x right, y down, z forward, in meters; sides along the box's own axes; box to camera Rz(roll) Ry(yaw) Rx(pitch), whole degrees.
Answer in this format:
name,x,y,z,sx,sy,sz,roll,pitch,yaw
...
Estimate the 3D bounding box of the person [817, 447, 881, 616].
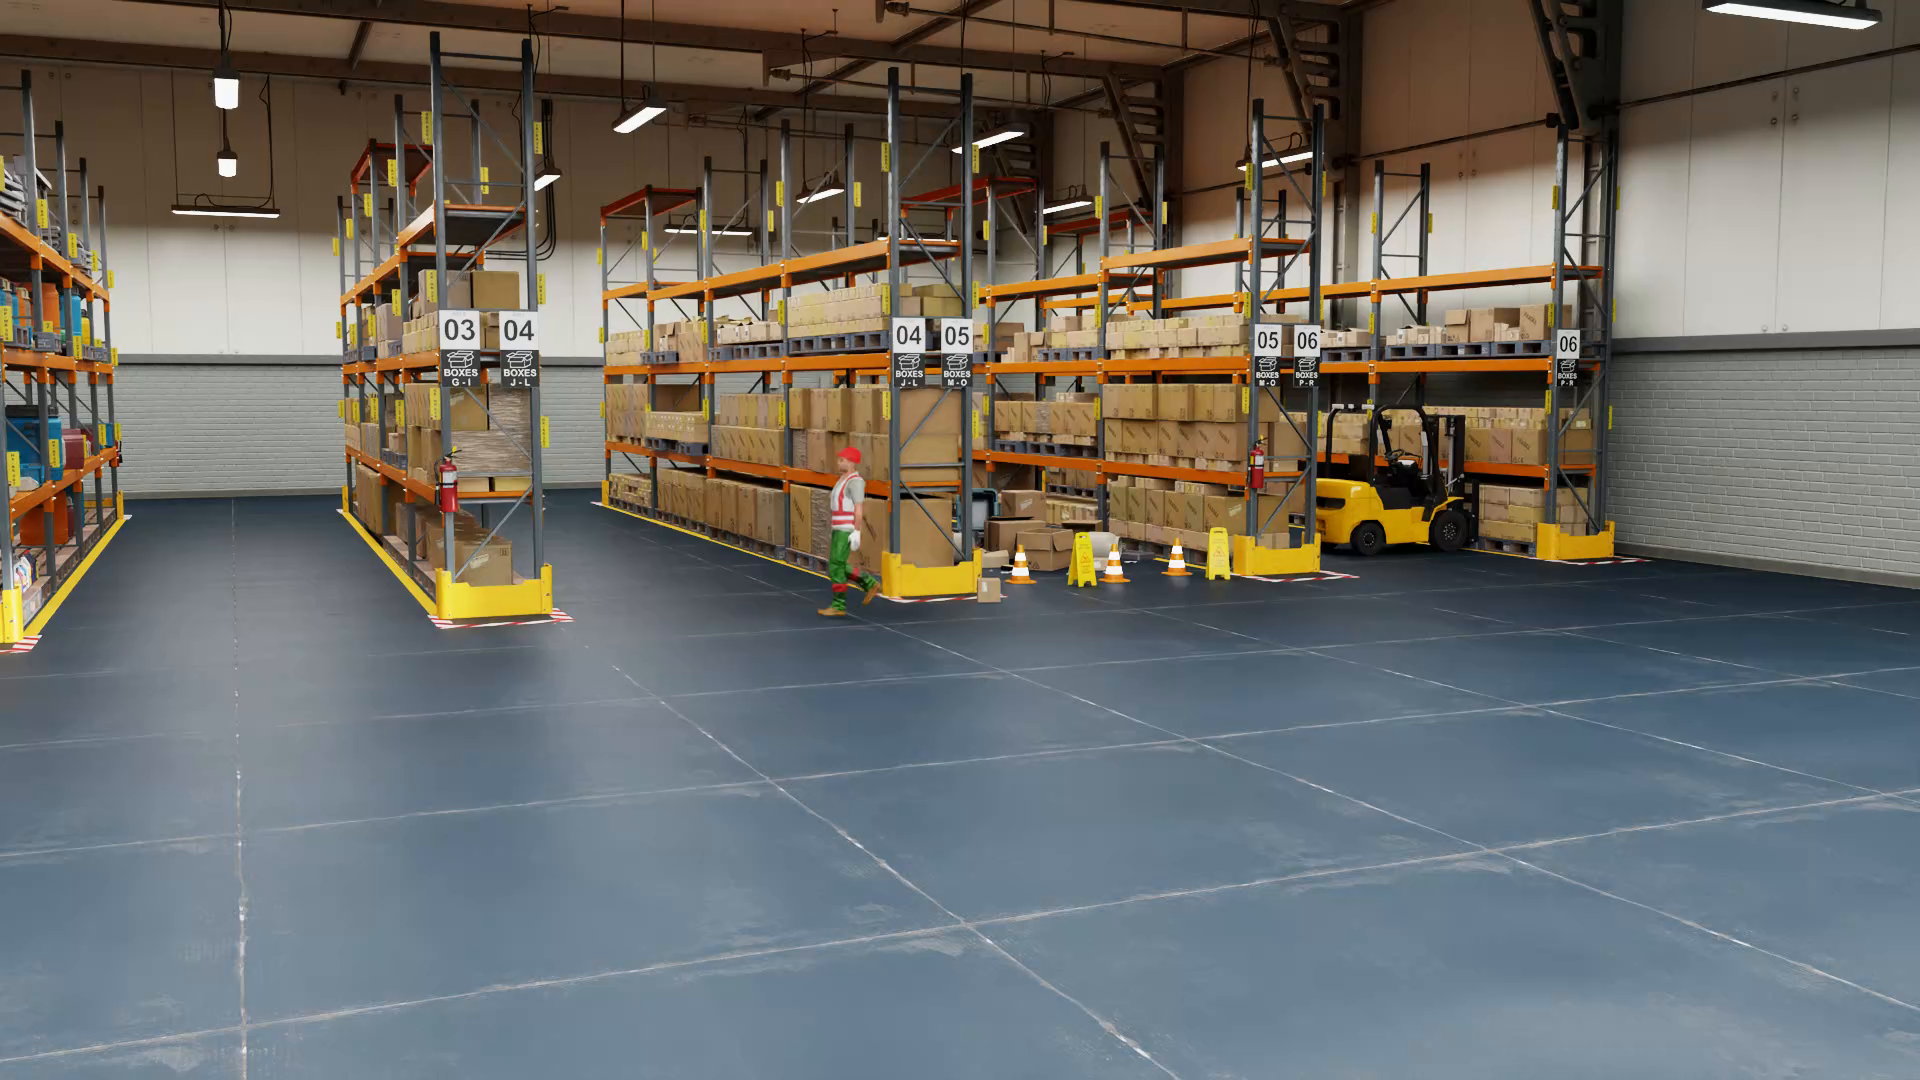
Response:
name,x,y,z,sx,sy,sz,roll,pitch,yaw
person,-1.158,-0.097,17.471,0.745,1.771,0.537,-2,6,-19
